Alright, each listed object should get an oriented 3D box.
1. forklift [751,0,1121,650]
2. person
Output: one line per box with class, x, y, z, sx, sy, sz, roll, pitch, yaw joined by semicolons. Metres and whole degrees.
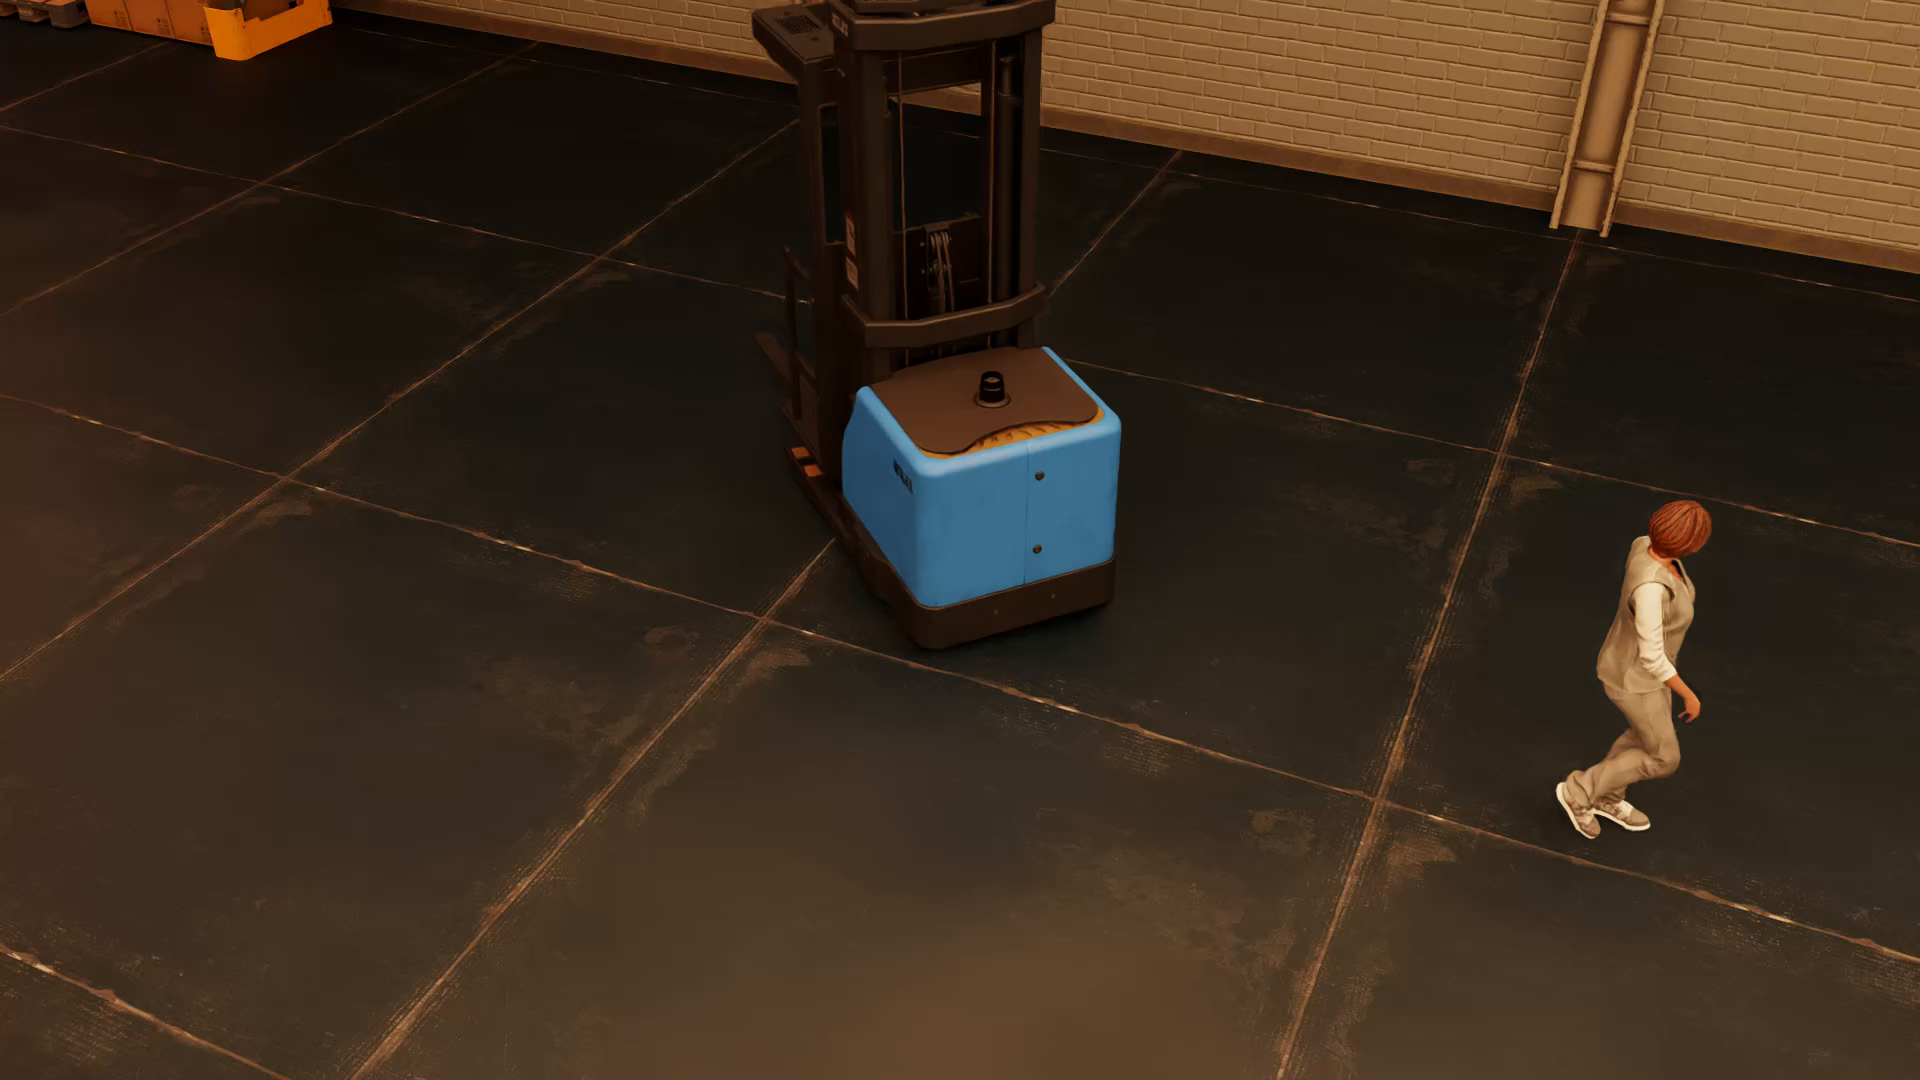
forklift;-0.310;-1.529;8.230;1.130;2.935;3.031;-15;38;-19
person;2.723;0.512;6.557;0.418;1.559;0.649;17;39;22
